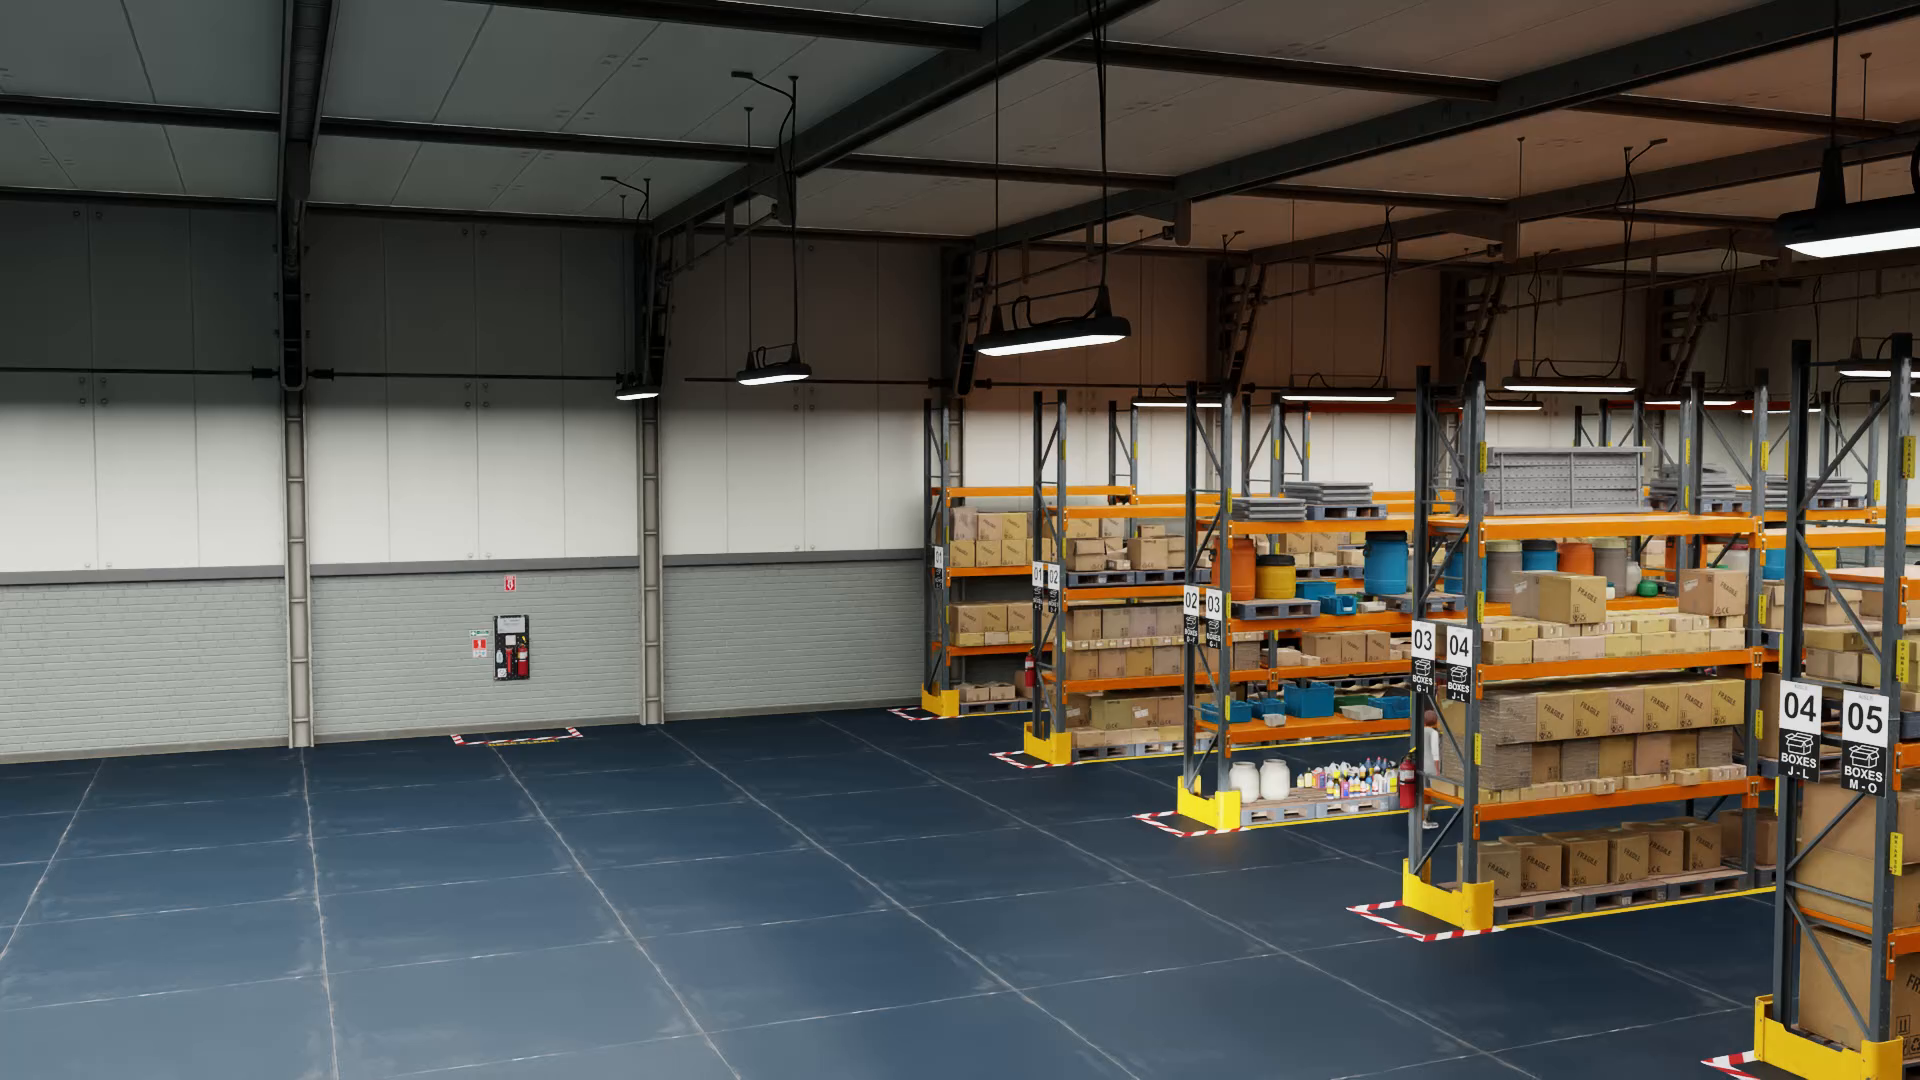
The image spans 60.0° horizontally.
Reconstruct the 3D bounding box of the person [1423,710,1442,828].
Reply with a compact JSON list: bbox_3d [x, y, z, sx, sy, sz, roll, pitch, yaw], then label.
[{"bbox_3d":[6.215,3.066,22.165,0.480,1.596,0.462,-2,4,-24],"label":"person"}]
